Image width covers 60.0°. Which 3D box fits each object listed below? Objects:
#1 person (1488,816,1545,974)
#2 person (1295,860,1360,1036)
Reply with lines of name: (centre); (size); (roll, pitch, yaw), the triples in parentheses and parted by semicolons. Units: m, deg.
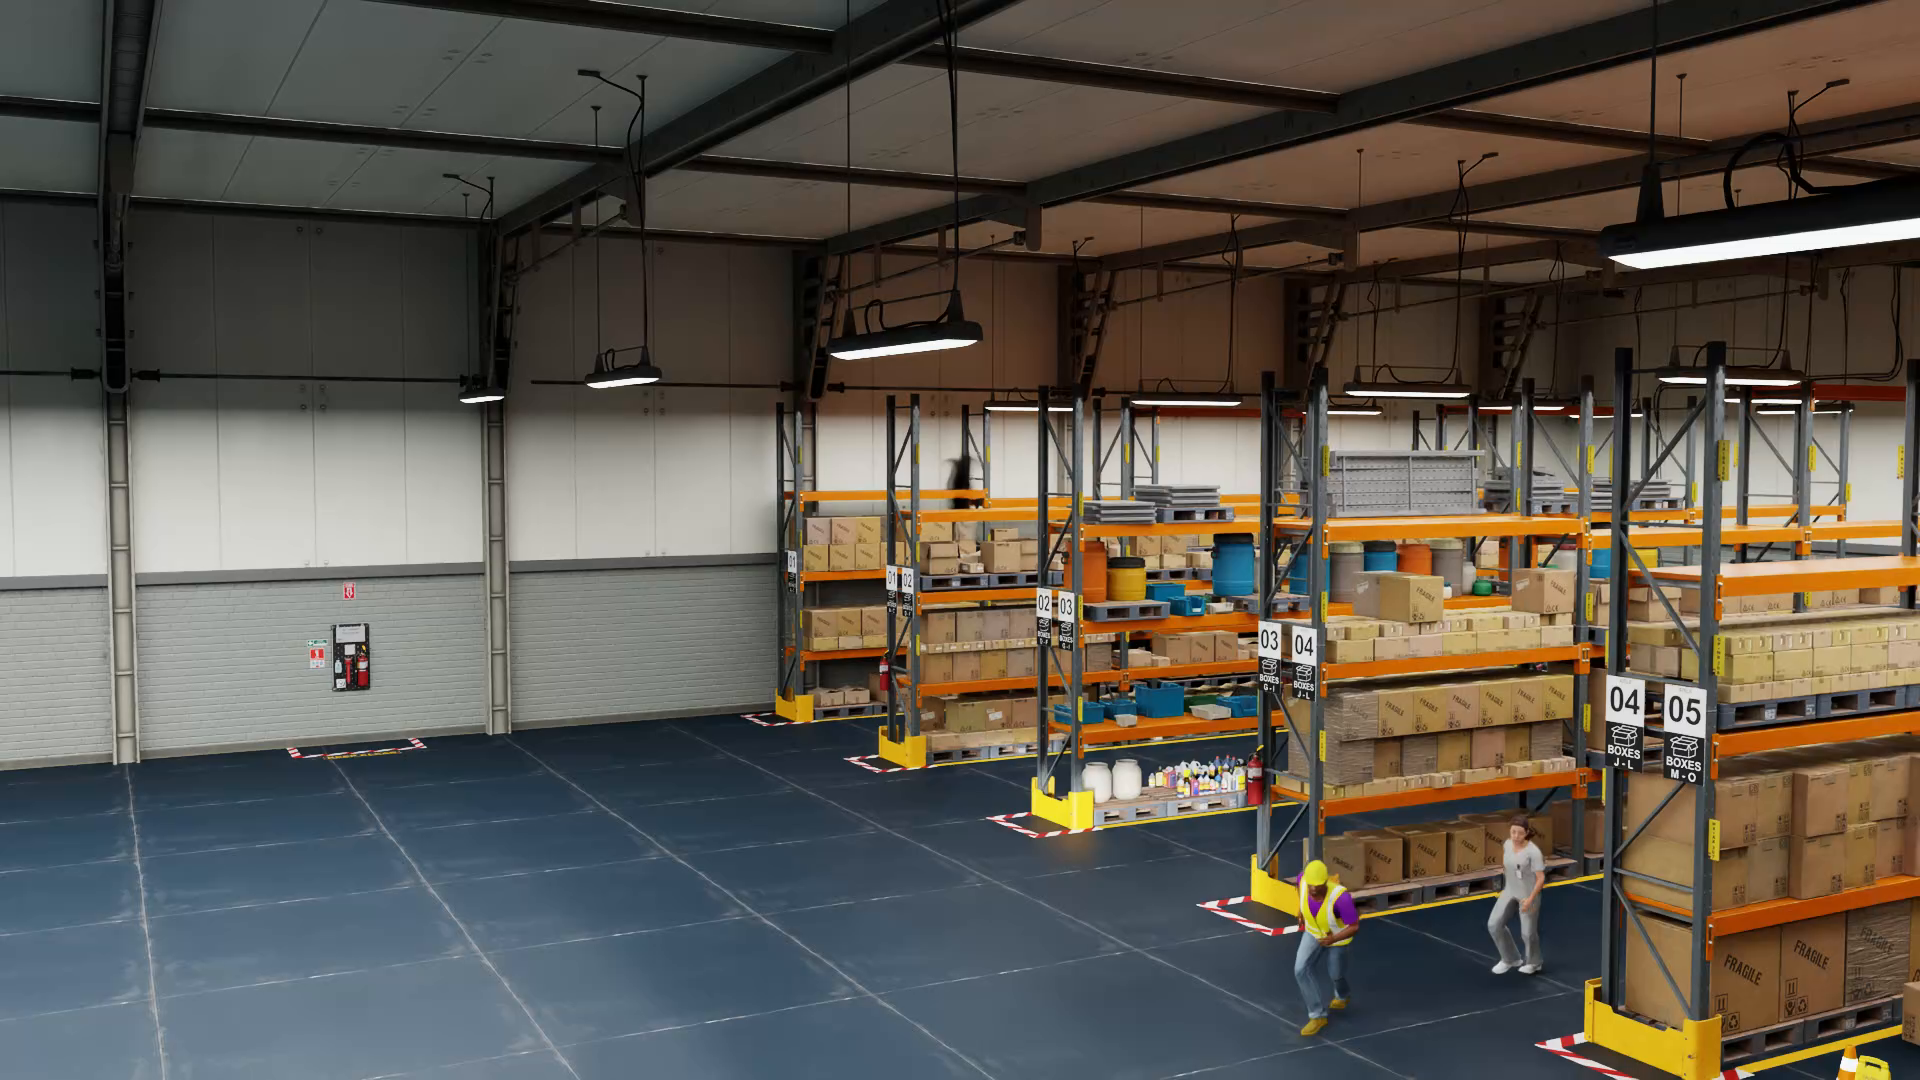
person: (5.451, 3.441, 16.083); (0.720, 1.609, 0.551); (-3, 4, -41)
person: (3.272, 3.524, 14.715); (0.704, 1.558, 1.101); (2, 4, 35)
